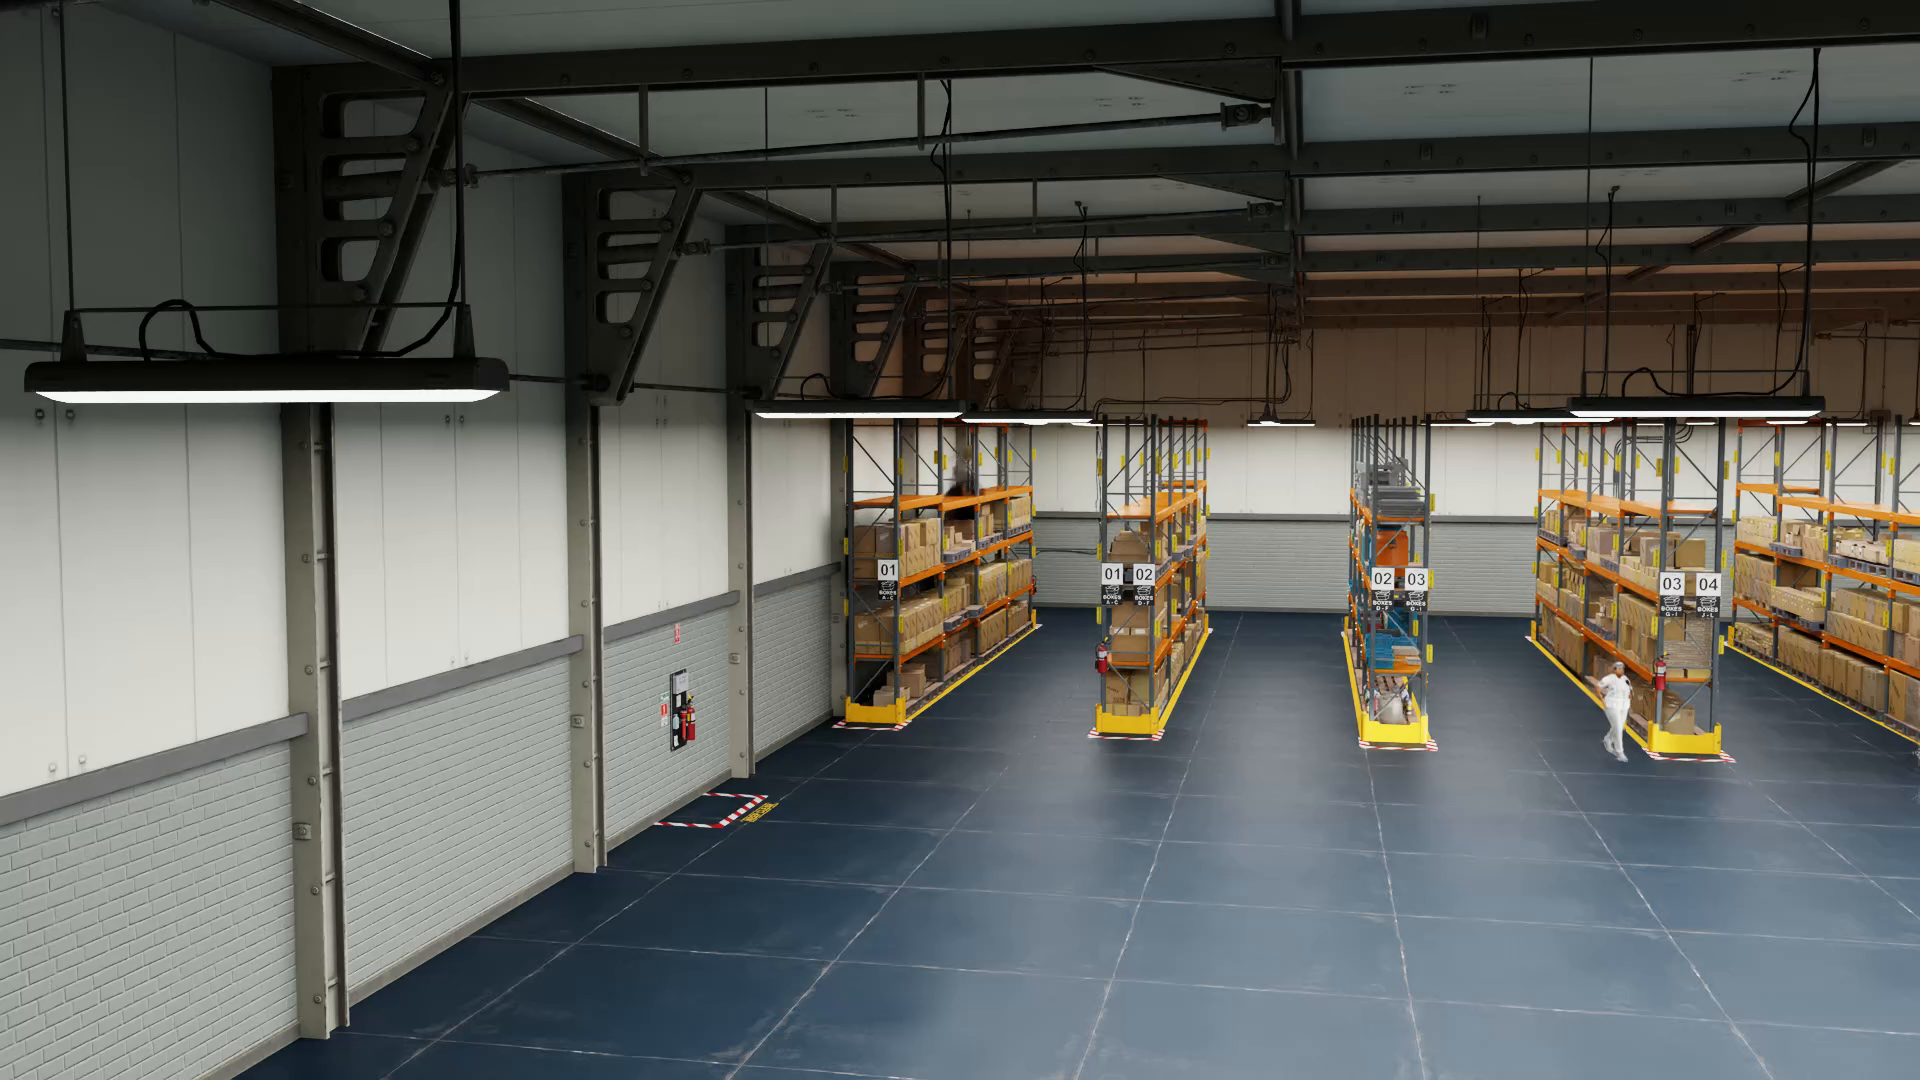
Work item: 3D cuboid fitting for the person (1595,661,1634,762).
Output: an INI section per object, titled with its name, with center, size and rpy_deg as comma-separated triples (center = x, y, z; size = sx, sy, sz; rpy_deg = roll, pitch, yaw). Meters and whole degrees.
[person]
center = 11.449, 2.959, 29.028
size = 0.604, 1.703, 0.820
rpy_deg = -1, 4, -17
